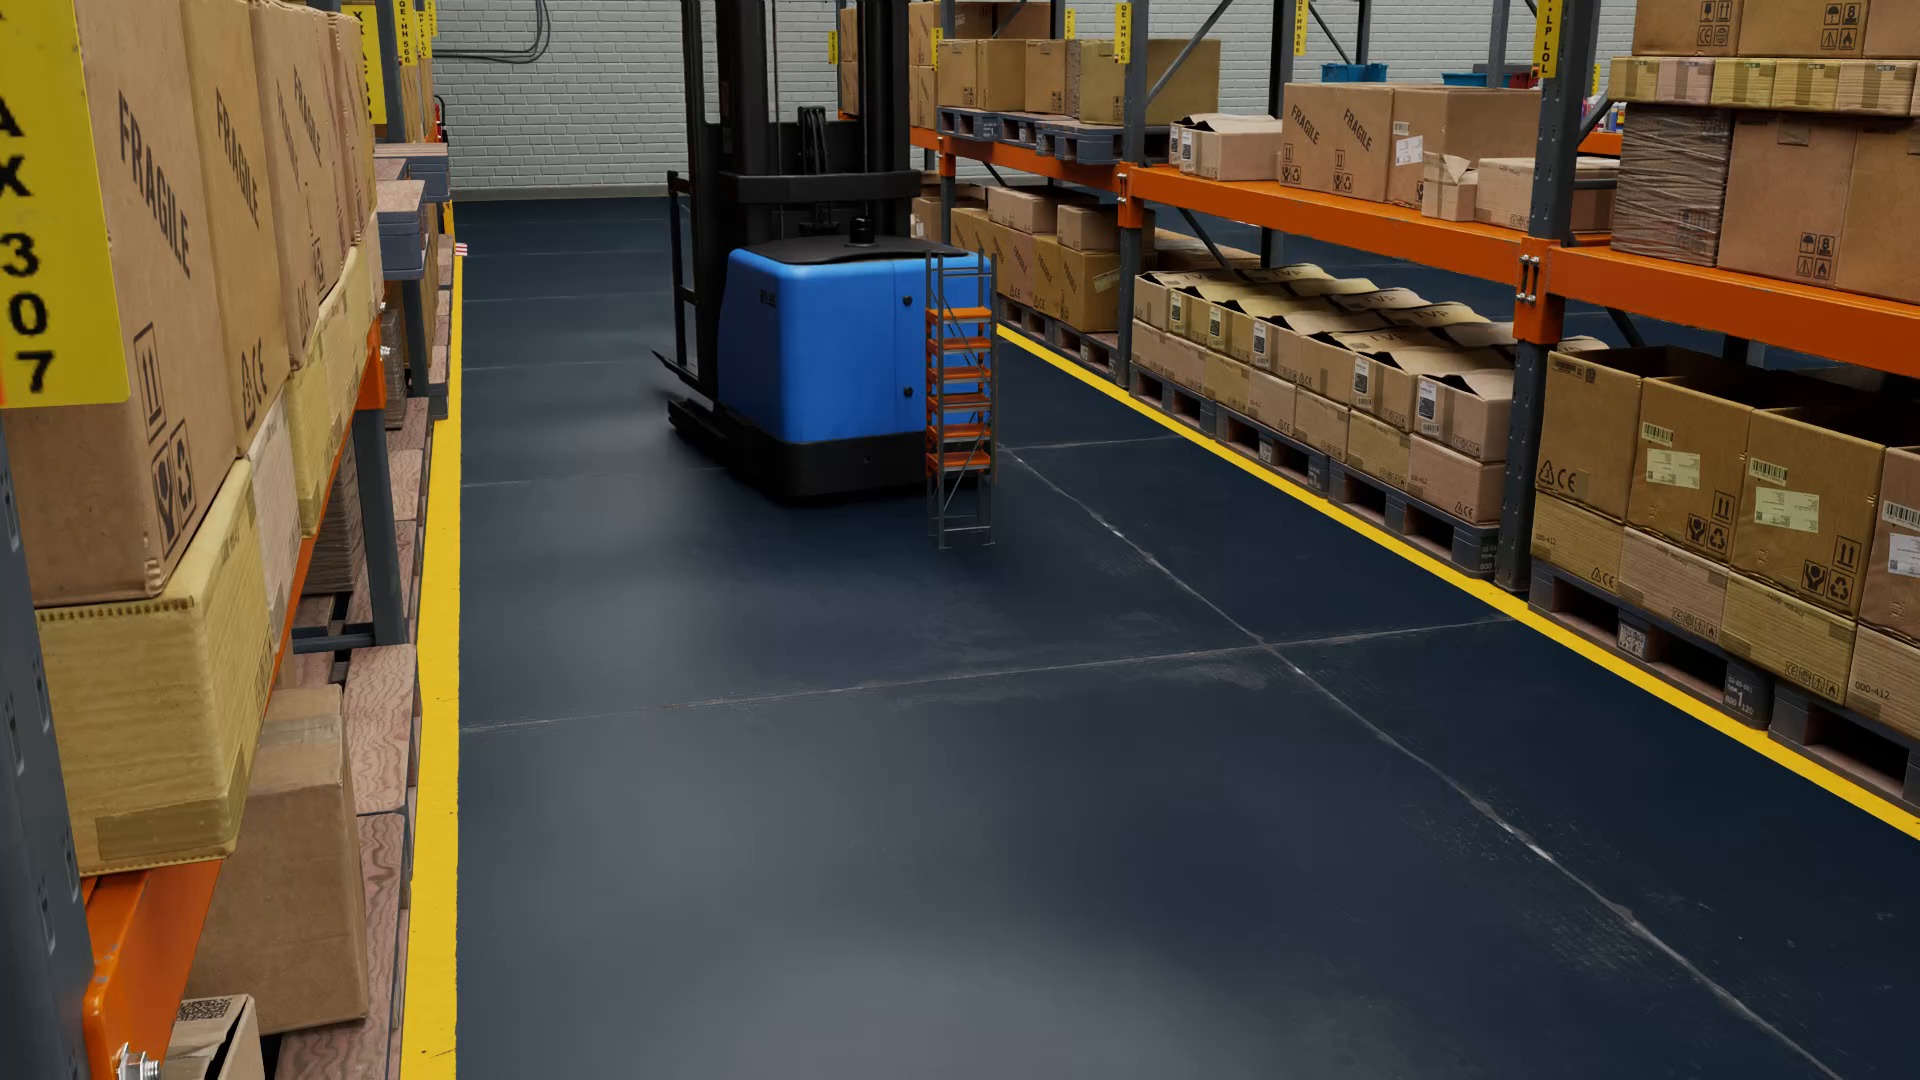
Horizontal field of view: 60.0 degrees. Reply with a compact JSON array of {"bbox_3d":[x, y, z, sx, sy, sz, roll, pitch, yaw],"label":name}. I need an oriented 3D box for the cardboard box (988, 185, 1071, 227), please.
[{"bbox_3d":[0.516,-2.442,12.143,0.500,0.250,0.500,-5,17,-15],"label":"cardboard box"}]

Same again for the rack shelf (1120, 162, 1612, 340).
[{"bbox_3d":[1.992,-1.494,7.964,1.077,0.370,4.000,-5,17,-15],"label":"rack shelf"}]

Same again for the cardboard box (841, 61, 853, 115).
[{"bbox_3d":[-0.888,-4.509,16.576,0.500,0.500,0.500,-4,17,-14],"label":"cardboard box"}]

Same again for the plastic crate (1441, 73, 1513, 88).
[{"bbox_3d":[4.650,-4.013,15.019,0.392,0.384,0.575,-5,17,-15],"label":"plastic crate"}]

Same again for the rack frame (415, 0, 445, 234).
[{"bbox_3d":[-5.519,-4.212,15.762,1.000,3.000,0.127,-5,17,-15],"label":"rack frame"}]

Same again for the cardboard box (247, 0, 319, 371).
[{"bbox_3d":[-1.226,-0.520,2.393,0.500,0.500,0.500,-5,18,-17],"label":"cardboard box"}]

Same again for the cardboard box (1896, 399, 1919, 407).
[{"bbox_3d":[3.146,-0.141,4.953,0.500,0.500,0.500,-5,17,-15],"label":"cardboard box"}]

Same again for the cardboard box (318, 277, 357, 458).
[{"bbox_3d":[-1.378,-0.308,2.991,0.500,0.250,0.500,-5,17,-15],"label":"cardboard box"}]

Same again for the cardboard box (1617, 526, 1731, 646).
[{"bbox_3d":[2.510,0.121,5.385,0.500,0.250,0.500,-5,17,-15],"label":"cardboard box"}]

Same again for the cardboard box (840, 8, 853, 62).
[{"bbox_3d":[-0.888,-4.988,16.433,0.500,0.500,0.500,-4,17,-14],"label":"cardboard box"}]

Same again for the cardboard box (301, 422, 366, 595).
[{"bbox_3d":[-2.439,-0.109,5.681,0.700,0.500,0.500,-4,17,-13],"label":"cardboard box"}]

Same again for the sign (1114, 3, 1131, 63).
[{"bbox_3d":[0.923,-2.863,9.395,0.100,0.325,0.005,-5,17,-15],"label":"sign"}]

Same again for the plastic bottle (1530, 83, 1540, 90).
[{"bbox_3d":[4.902,-3.731,14.246,0.144,0.351,0.185,-5,17,-15],"label":"plastic bottle"}]

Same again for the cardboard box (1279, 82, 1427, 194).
[{"bbox_3d":[1.919,-1.977,8.147,0.500,0.500,0.500,-6,18,-18],"label":"cardboard box"}]

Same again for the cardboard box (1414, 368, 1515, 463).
[{"bbox_3d":[2.154,-0.528,6.571,0.500,0.311,0.500,-5,17,-15],"label":"cardboard box"}]

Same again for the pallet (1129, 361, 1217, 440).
[{"bbox_3d":[1.631,-0.826,9.335,1.003,0.211,1.213,-5,17,-15],"label":"pallet"}]

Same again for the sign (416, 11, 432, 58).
[{"bbox_3d":[-3.900,-3.668,12.075,0.100,0.325,0.005,-5,17,-15],"label":"sign"}]

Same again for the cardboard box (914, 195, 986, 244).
[{"bbox_3d":[-0.087,-2.647,14.132,0.500,0.500,0.500,-5,17,-15],"label":"cardboard box"}]

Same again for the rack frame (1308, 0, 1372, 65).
[{"bbox_3d":[4.007,-4.996,18.369,1.000,3.000,0.127,-5,17,-15],"label":"rack frame"}]

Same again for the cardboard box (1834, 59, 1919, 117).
[{"bbox_3d":[2.711,-1.272,4.672,0.380,0.149,0.250,-5,18,-17],"label":"cardboard box"}]

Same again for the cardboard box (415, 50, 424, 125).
[{"bbox_3d":[-3.900,-3.058,11.192,0.500,0.500,0.500,-5,17,-15],"label":"cardboard box"}]

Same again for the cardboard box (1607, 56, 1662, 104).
[{"bbox_3d":[2.429,-1.555,5.612,0.380,0.149,0.250,-5,17,-15],"label":"cardboard box"}]

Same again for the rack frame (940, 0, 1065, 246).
[{"bbox_3d":[0.343,-3.499,13.385,1.000,3.000,0.127,-5,17,-15],"label":"rack frame"}]

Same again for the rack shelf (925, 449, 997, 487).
[{"bbox_3d":[0.004,-0.298,6.848,0.258,0.103,0.180,-5,17,-15],"label":"rack shelf"}]

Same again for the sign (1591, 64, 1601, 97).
[{"bbox_3d":[5.636,-4.065,14.789,0.100,0.325,0.005,-5,17,-15],"label":"sign"}]

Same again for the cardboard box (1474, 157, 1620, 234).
[{"bbox_3d":[2.364,-1.347,6.482,0.500,0.250,0.500,-4,17,-12],"label":"cardboard box"}]

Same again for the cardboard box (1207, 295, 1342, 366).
[{"bbox_3d":[1.594,-1.091,8.445,0.500,0.311,0.500,-5,17,-17],"label":"cardboard box"}]

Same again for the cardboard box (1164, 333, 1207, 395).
[{"bbox_3d":[1.442,-0.969,9.015,0.500,0.250,0.500,-5,17,-17],"label":"cardboard box"}]

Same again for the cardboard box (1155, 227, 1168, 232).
[{"bbox_3d":[1.161,-1.982,11.916,0.500,0.500,0.500,-5,18,-17],"label":"cardboard box"}]

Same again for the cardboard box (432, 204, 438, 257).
[{"bbox_3d":[-4.800,-2.606,14.030,0.700,0.500,0.500,-4,17,-14],"label":"cardboard box"}]

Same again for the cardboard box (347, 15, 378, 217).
[{"bbox_3d":[-1.793,-1.084,4.268,0.500,0.500,0.500,-5,17,-15],"label":"cardboard box"}]

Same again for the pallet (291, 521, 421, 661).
[{"bbox_3d":[-2.436,0.227,5.829,1.003,0.211,1.213,-5,17,-15],"label":"pallet"}]

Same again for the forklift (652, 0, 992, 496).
[{"bbox_3d":[-0.909,-1.977,8.439,1.130,2.935,3.031,-7,18,-23],"label":"forklift"}]

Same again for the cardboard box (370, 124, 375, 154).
[{"bbox_3d":[-3.002,-1.976,7.379,0.700,0.500,0.500,-6,18,-20],"label":"cardboard box"}]

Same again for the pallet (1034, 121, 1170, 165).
[{"bbox_3d":[1.188,-2.482,10.335,1.213,0.211,1.003,-5,17,-15],"label":"pallet"}]

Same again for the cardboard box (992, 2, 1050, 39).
[{"bbox_3d":[0.484,-4.178,13.735,0.500,0.500,0.500,-4,17,-14],"label":"cardboard box"}]

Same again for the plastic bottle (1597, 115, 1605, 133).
[{"bbox_3d":[5.127,-3.346,13.221,0.097,0.201,0.097,0,17,0],"label":"plastic bottle"}]

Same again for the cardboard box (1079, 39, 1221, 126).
[{"bbox_3d":[1.160,-2.807,10.177,0.700,0.500,0.500,-12,20,-34],"label":"cardboard box"}]

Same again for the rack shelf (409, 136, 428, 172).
[{"bbox_3d":[-3.870,-2.208,10.340,1.077,0.370,4.000,-5,17,-15],"label":"rack shelf"}]

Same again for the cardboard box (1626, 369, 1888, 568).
[{"bbox_3d":[2.513,-0.239,5.278,0.500,0.500,0.500,-5,17,-15],"label":"cardboard box"}]

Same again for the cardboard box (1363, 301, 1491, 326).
[{"bbox_3d":[2.243,-0.998,8.135,0.500,0.311,0.500,-4,17,-14],"label":"cardboard box"}]

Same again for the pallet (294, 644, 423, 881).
[{"bbox_3d":[-2.002,0.625,4.503,1.003,0.211,1.213,-5,17,-15],"label":"pallet"}]

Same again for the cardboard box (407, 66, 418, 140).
[{"bbox_3d":[-3.342,-2.500,9.334,0.500,0.500,0.500,-4,17,-13],"label":"cardboard box"}]

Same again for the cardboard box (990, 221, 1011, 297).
[{"bbox_3d":[0.529,-2.074,12.222,0.500,0.500,0.500,-4,17,-15],"label":"cardboard box"}]

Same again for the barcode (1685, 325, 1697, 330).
[{"bbox_3d":[2.871,-0.863,6.521,0.001,0.075,0.075,-5,17,-15],"label":"barcode"}]

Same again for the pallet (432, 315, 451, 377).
[{"bbox_3d":[-3.796,-1.225,10.663,1.003,0.211,1.213,-5,17,-15],"label":"pallet"}]

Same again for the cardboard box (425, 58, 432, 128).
[{"bbox_3d":[-4.957,-3.804,13.880,0.980,0.700,0.700,-6,18,-18],"label":"cardboard box"}]

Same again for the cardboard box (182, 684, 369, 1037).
[{"bbox_3d":[-1.535,0.637,3.199,0.700,0.500,0.500,-6,18,-19],"label":"cardboard box"}]

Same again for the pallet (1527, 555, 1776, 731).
[{"bbox_3d":[2.719,0.273,5.676,1.003,0.211,1.213,-5,17,-15],"label":"pallet"}]

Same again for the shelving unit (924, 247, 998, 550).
[{"bbox_3d":[0.004,-0.571,6.766,0.258,1.200,0.189,-5,17,-15],"label":"shelving unit"}]

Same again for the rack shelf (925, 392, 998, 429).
[{"bbox_3d":[0.004,-0.528,6.779,0.258,0.103,0.180,-5,17,-15],"label":"rack shelf"}]

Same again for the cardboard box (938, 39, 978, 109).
[{"bbox_3d":[0.258,-3.599,12.815,0.700,0.500,0.500,-12,20,-34],"label":"cardboard box"}]

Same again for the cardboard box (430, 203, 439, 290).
[{"bbox_3d":[-4.116,-2.108,11.763,0.750,0.750,0.750,-4,17,-15],"label":"cardboard box"}]

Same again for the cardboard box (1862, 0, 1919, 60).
[{"bbox_3d":[2.946,-1.555,4.484,0.700,0.500,0.500,-5,17,-15],"label":"cardboard box"}]

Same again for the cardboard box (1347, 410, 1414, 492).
[{"bbox_3d":[2.011,-0.402,7.126,0.500,0.250,0.500,-5,17,-16],"label":"cardboard box"}]
